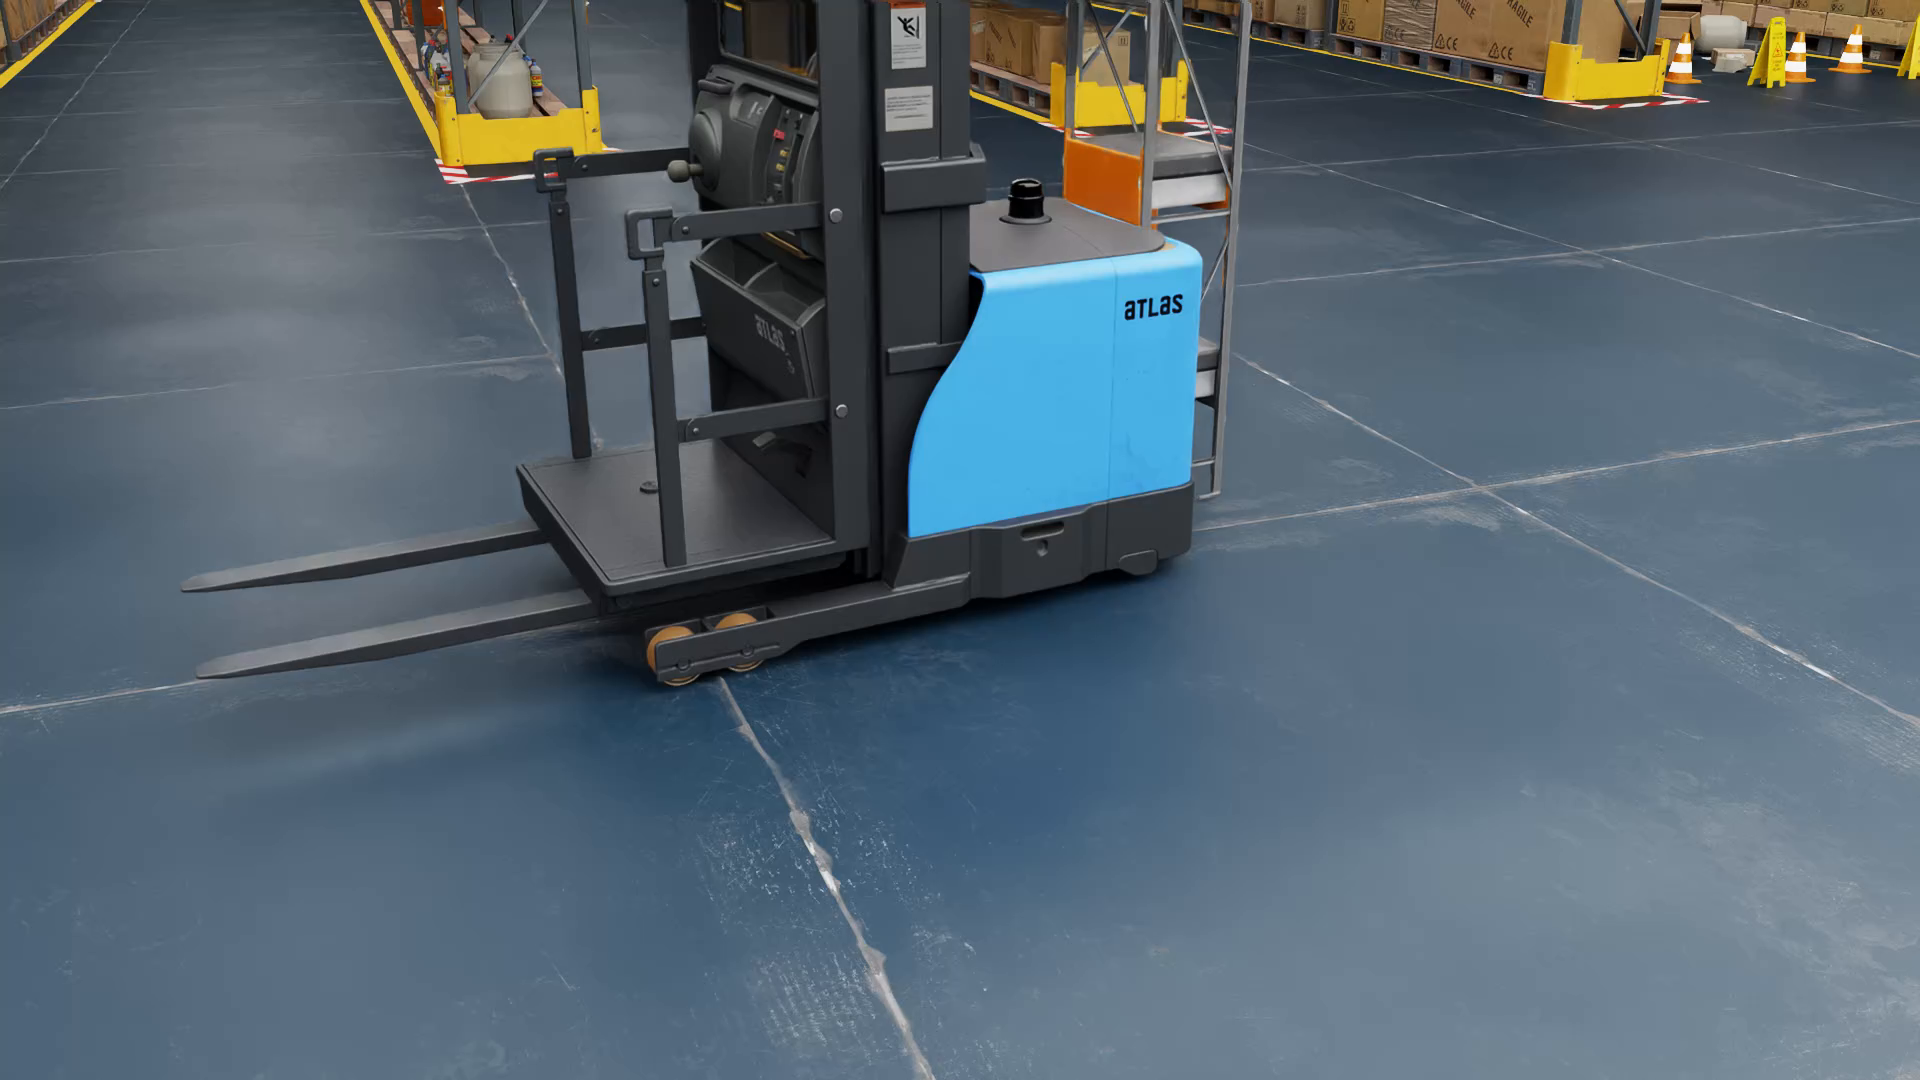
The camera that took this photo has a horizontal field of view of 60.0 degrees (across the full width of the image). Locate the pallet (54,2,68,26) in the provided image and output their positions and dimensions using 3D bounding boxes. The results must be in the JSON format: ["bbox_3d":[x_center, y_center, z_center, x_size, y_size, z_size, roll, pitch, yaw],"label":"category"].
[{"bbox_3d":[-12.367,-6.910,21.873,1.003,0.211,1.213,-8,24,-19],"label":"pallet"}]

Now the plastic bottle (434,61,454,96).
[{"bbox_3d":[-4.373,-3.913,14.113,0.152,0.276,0.135,-8,24,-19],"label":"plastic bottle"}]

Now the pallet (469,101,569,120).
[{"bbox_3d":[-3.603,-3.295,13.297,1.003,0.211,1.213,-8,24,-19],"label":"pallet"}]

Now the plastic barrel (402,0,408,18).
[{"bbox_3d":[-6.548,-6.585,20.175,0.421,0.512,0.421,0,23,0],"label":"plastic barrel"}]

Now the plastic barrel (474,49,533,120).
[{"bbox_3d":[-3.554,-3.539,12.947,0.421,0.512,0.421,0,23,0],"label":"plastic barrel"}]

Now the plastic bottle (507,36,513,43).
[{"bbox_3d":[-4.099,-4.435,15.253,0.144,0.351,0.185,-10,25,-22],"label":"plastic bottle"}]

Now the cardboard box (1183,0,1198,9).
[{"bbox_3d":[3.364,-7.417,21.840,1.050,0.750,0.750,-9,24,-20],"label":"cardboard box"}]

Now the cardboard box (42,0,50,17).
[{"bbox_3d":[-11.516,-6.675,20.378,0.500,0.500,0.500,-8,24,-19],"label":"cardboard box"}]

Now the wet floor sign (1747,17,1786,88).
[{"bbox_3d":[7.922,-4.763,16.220,0.267,0.644,0.232,-13,26,-28],"label":"wet floor sign"}]

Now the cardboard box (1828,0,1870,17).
[{"bbox_3d":[9.940,-6.019,18.203,0.500,0.500,0.500,-7,24,-17],"label":"cardboard box"}]

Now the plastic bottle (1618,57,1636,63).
[{"bbox_3d":[7.153,-5.154,17.901,0.133,0.061,0.283,-18,29,-37],"label":"plastic bottle"}]

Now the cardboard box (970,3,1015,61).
[{"bbox_3d":[0.283,-5.080,16.618,0.500,0.500,0.500,-1,23,-2],"label":"cardboard box"}]

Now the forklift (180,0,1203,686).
[{"bbox_3d":[-0.784,-1.167,4.746,3.031,2.935,1.130,-11,25,-25],"label":"forklift"}]

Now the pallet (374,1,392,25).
[{"bbox_3d":[-7.256,-7.052,22.211,1.003,0.211,1.213,-8,24,-19],"label":"pallet"}]

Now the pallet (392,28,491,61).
[{"bbox_3d":[-5.839,-5.598,18.761,1.003,0.211,1.213,-8,24,-19],"label":"pallet"}]

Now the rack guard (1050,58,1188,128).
[{"bbox_3d":[1.356,-3.819,14.166,1.175,0.500,0.348,-8,24,-19],"label":"rack guard"}]

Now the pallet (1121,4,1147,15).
[{"bbox_3d":[2.958,-7.493,23.255,1.003,0.211,1.213,-8,24,-19],"label":"pallet"}]

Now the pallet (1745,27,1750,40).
[{"bbox_3d":[9.511,-6.232,20.264,1.003,0.211,1.213,-8,24,-19],"label":"pallet"}]

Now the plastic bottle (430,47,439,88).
[{"bbox_3d":[-4.550,-4.125,14.520,0.144,0.351,0.185,-9,24,-19],"label":"plastic bottle"}]

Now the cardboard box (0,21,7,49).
[{"bbox_3d":[-10.298,-5.261,17.369,0.500,0.250,0.500,-8,24,-18],"label":"cardboard box"}]

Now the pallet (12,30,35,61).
[{"bbox_3d":[-10.940,-5.483,18.488,1.003,0.211,1.213,-8,24,-19],"label":"pallet"}]

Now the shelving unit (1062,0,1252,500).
[{"bbox_3d":[0.663,-1.179,5.843,0.431,2.100,0.503,-12,26,-26],"label":"shelving unit"}]

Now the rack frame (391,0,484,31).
[{"bbox_3d":[-6.077,-7.170,18.899,1.000,3.000,0.127,-8,24,-19],"label":"rack frame"}]

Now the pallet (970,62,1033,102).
[{"bbox_3d":[0.675,-4.428,15.984,1.003,0.211,1.213,-8,24,-19],"label":"pallet"}]

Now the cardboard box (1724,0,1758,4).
[{"bbox_3d":[9.397,-6.584,19.542,0.500,0.500,0.500,-7,24,-17],"label":"cardboard box"}]

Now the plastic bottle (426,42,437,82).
[{"bbox_3d":[-4.700,-4.280,14.887,0.144,0.351,0.185,-9,25,-21],"label":"plastic bottle"}]

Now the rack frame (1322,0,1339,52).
[{"bbox_3d":[4.646,-7.040,18.591,1.000,3.000,0.127,-8,24,-19],"label":"rack frame"}]

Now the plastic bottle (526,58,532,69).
[{"bbox_3d":[-3.720,-4.035,14.407,0.097,0.271,0.097,0,23,0],"label":"plastic bottle"}]

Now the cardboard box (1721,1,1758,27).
[{"bbox_3d":[9.396,-6.239,19.689,0.500,0.250,0.500,-7,24,-16],"label":"cardboard box"}]

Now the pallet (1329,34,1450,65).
[{"bbox_3d":[4.841,-5.468,18.452,1.003,0.211,1.213,-8,24,-19],"label":"pallet"}]

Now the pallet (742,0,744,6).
[{"bbox_3d":[-2.513,-7.748,23.861,1.003,0.211,1.213,-8,24,-19],"label":"pallet"}]

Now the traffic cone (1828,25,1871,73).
[{"bbox_3d":[9.295,-5.113,17.285,0.336,0.463,0.334,-8,24,-19],"label":"traffic cone"}]

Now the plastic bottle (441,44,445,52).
[{"bbox_3d":[-4.722,-4.393,15.241,0.061,0.283,0.133,-8,24,-19],"label":"plastic bottle"}]

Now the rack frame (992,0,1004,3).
[{"bbox_3d":[-0.030,-6.396,17.064,1.000,3.000,0.127,-8,24,-19],"label":"rack frame"}]

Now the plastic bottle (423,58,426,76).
[{"bbox_3d":[-4.889,-4.380,15.316,0.097,0.201,0.097,0,23,0],"label":"plastic bottle"}]

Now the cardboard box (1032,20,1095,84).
[{"bbox_3d":[0.935,-4.426,15.067,0.500,0.500,0.500,-2,23,-5],"label":"cardboard box"}]

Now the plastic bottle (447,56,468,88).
[{"bbox_3d":[-4.420,-4.120,14.604,0.152,0.276,0.135,-8,24,-19],"label":"plastic bottle"}]

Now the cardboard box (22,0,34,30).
[{"bbox_3d":[-10.968,-6.120,19.059,0.500,0.500,0.500,-9,24,-20],"label":"cardboard box"}]

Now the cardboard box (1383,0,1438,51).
[{"bbox_3d":[5.125,-5.689,17.581,0.875,0.875,0.875,-8,24,-19],"label":"cardboard box"}]

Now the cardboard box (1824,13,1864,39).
[{"bbox_3d":[9.941,-5.675,18.352,0.500,0.250,0.500,-8,24,-19],"label":"cardboard box"}]

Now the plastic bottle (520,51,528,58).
[{"bbox_3d":[-3.931,-4.223,14.848,0.152,0.276,0.135,-8,24,-18],"label":"plastic bottle"}]

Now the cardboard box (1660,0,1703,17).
[{"bbox_3d":[8.347,-6.029,19.408,0.500,0.500,0.500,8,24,18],"label":"cardboard box"}]

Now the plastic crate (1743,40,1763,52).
[{"bbox_3d":[9.029,-5.728,19.236,0.402,0.080,0.583,-18,29,-37],"label":"plastic crate"}]

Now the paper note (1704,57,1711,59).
[{"bbox_3d":[8.298,-5.329,18.368,0.148,0.019,0.142,0,23,-1],"label":"paper note"}]

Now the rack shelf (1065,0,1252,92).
[{"bbox_3d":[0.663,-1.811,5.576,0.431,0.518,0.480,-12,26,-26],"label":"rack shelf"}]

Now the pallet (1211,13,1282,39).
[{"bbox_3d":[3.868,-6.469,20.827,1.003,0.211,1.213,-8,24,-19],"label":"pallet"}]

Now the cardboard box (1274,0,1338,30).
[{"bbox_3d":[4.343,-6.410,19.452,1.050,0.750,0.750,-8,24,-19],"label":"cardboard box"}]
